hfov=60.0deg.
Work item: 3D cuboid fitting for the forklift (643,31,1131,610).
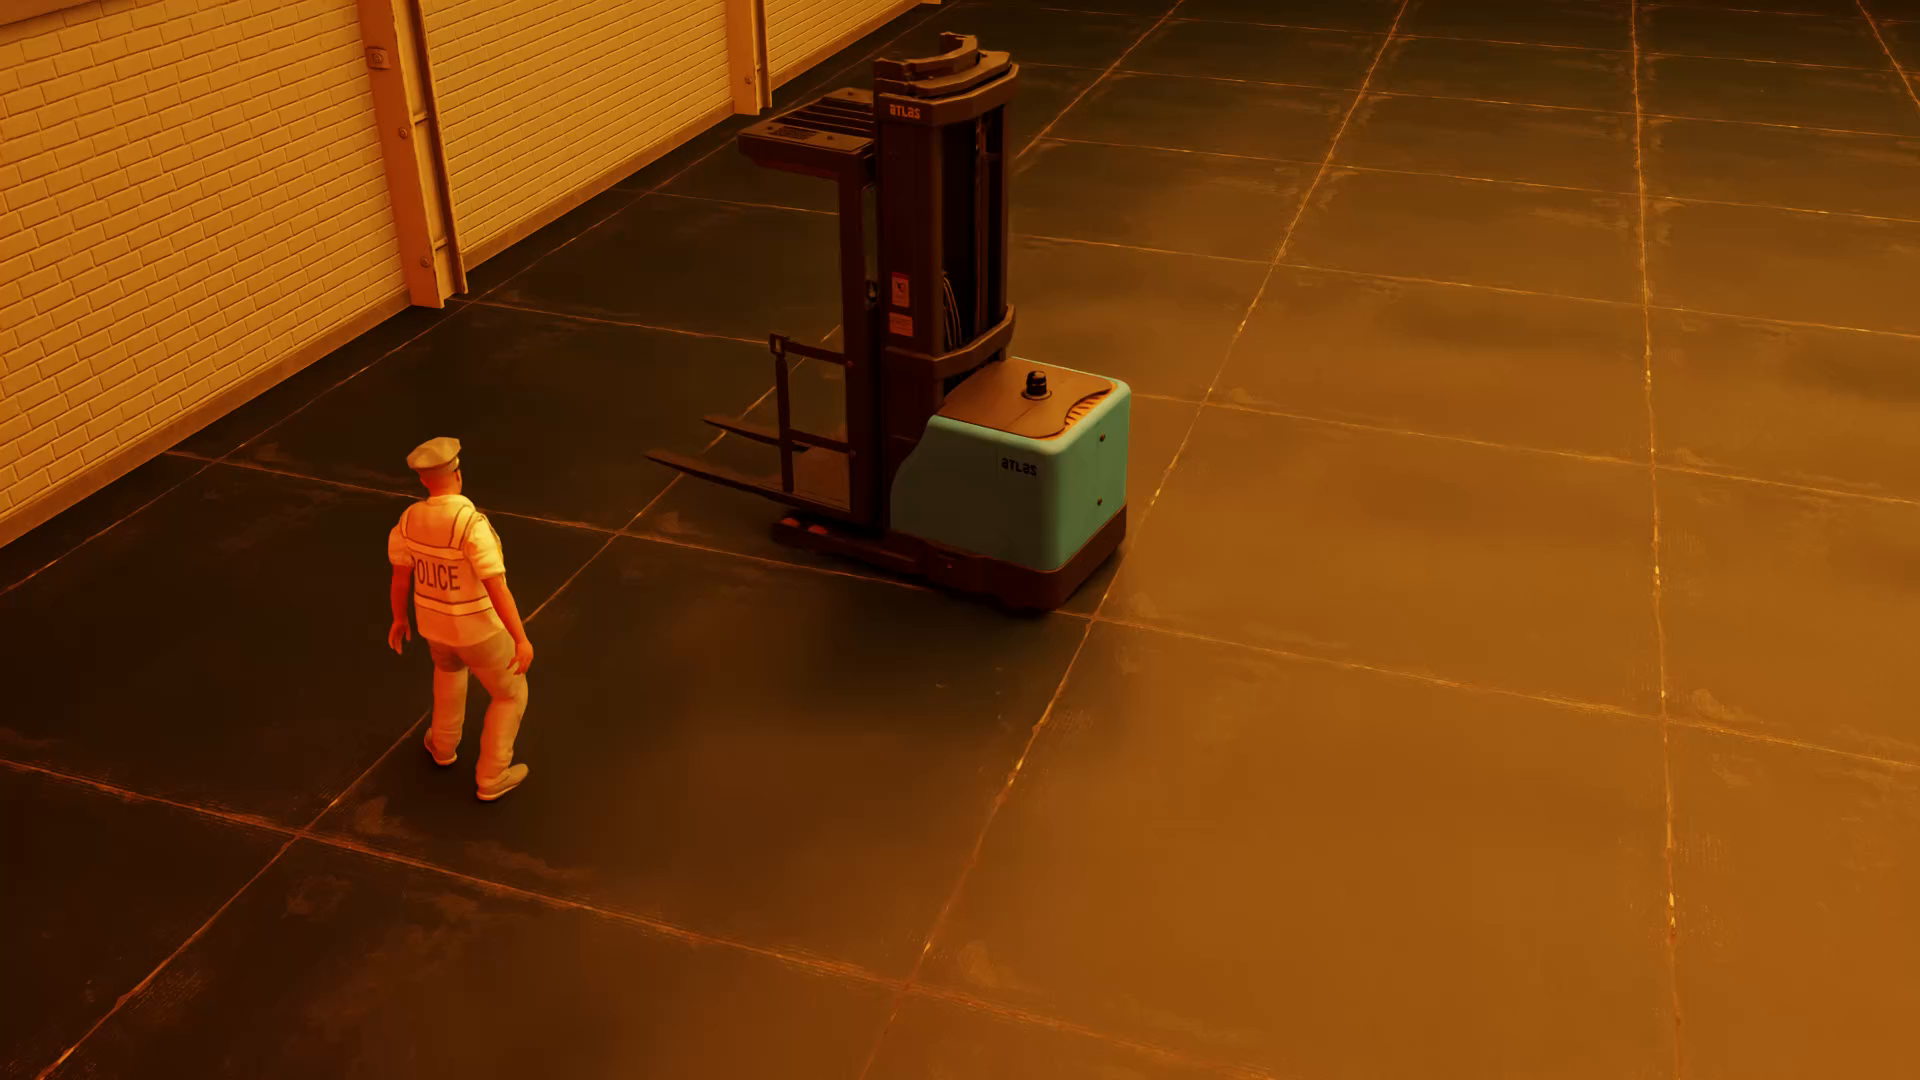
[{"bbox_3d":[-0.545,-1.401,9.595,3.031,2.935,1.130,16,33,25],"label":"forklift"}]

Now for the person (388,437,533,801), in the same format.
[{"bbox_3d":[-2.312,0.392,7.723,0.891,1.724,0.440,15,33,24],"label":"person"}]
